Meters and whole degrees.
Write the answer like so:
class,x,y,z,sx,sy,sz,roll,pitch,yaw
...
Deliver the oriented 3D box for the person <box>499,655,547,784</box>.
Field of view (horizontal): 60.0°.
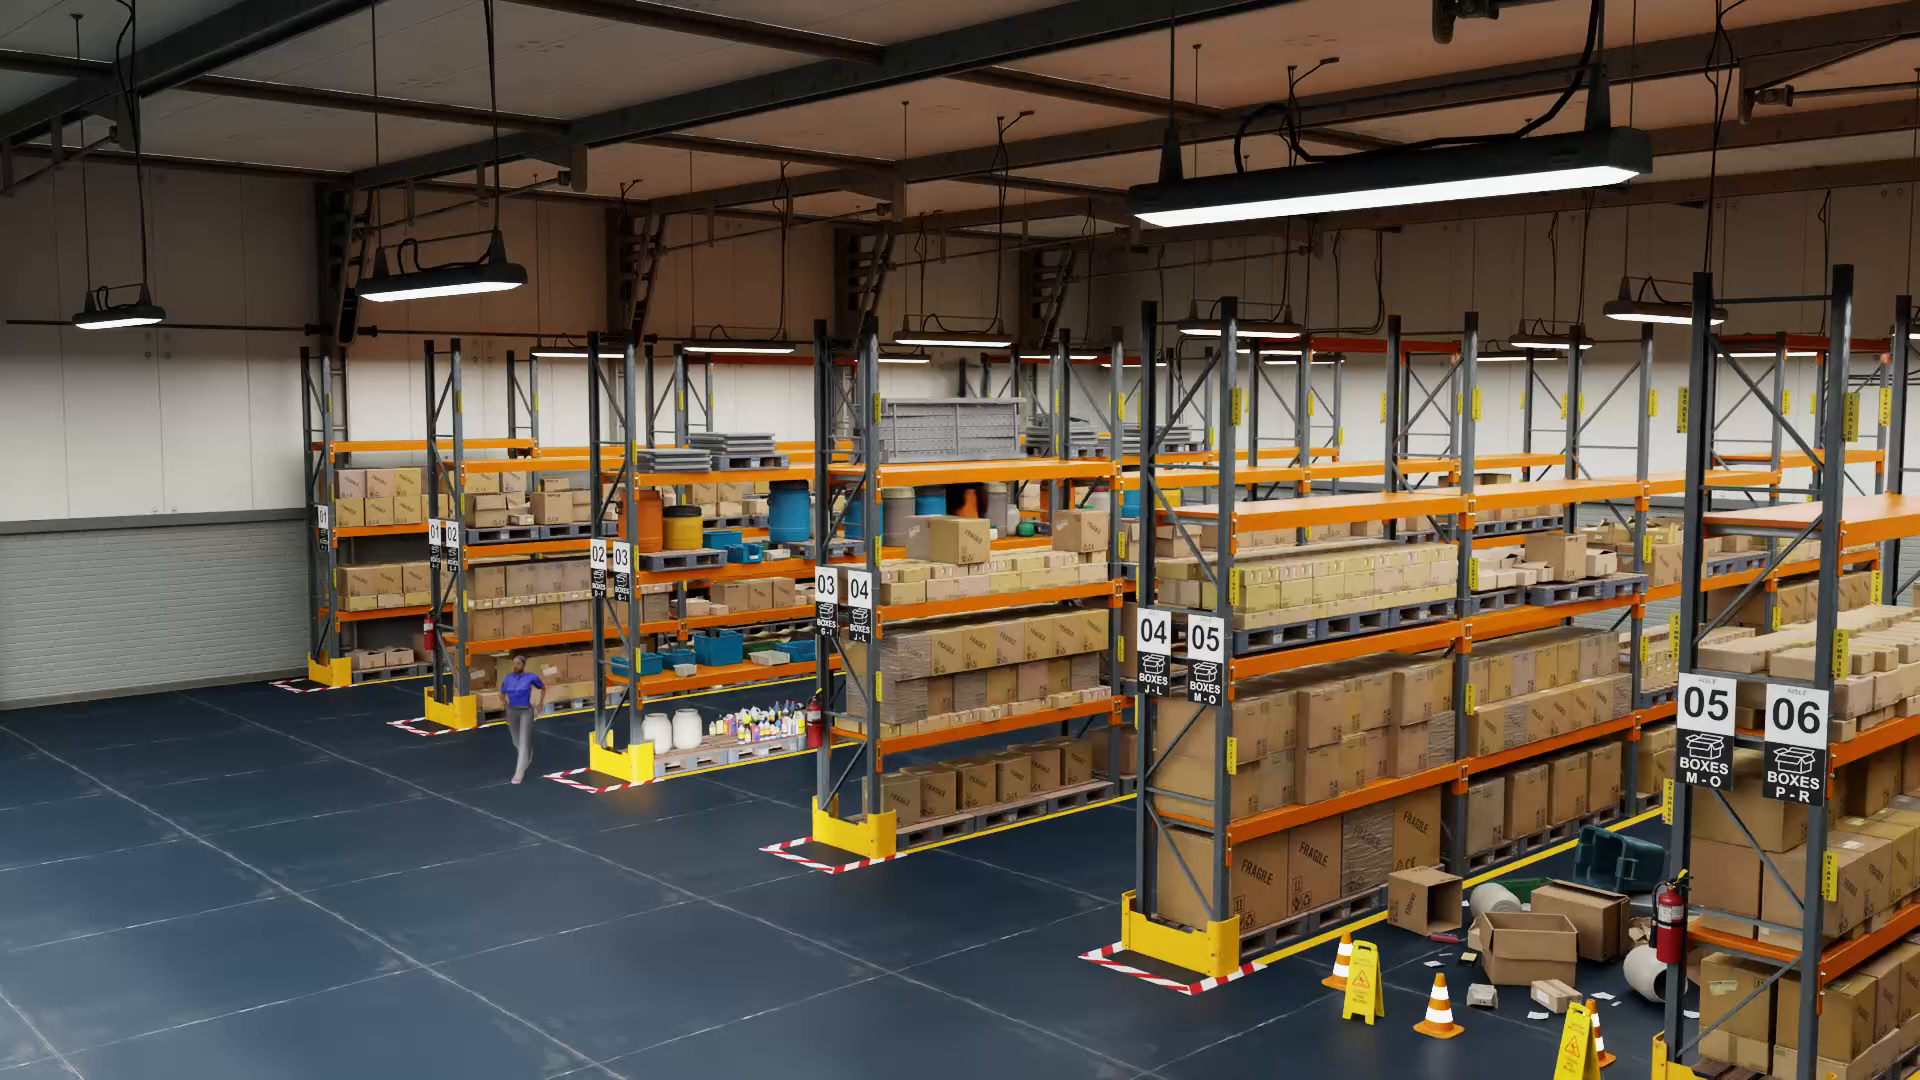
class,x,y,z,sx,sy,sz,roll,pitch,yaw
person,-5.889,2.400,22.345,0.593,1.575,0.941,0,5,5
